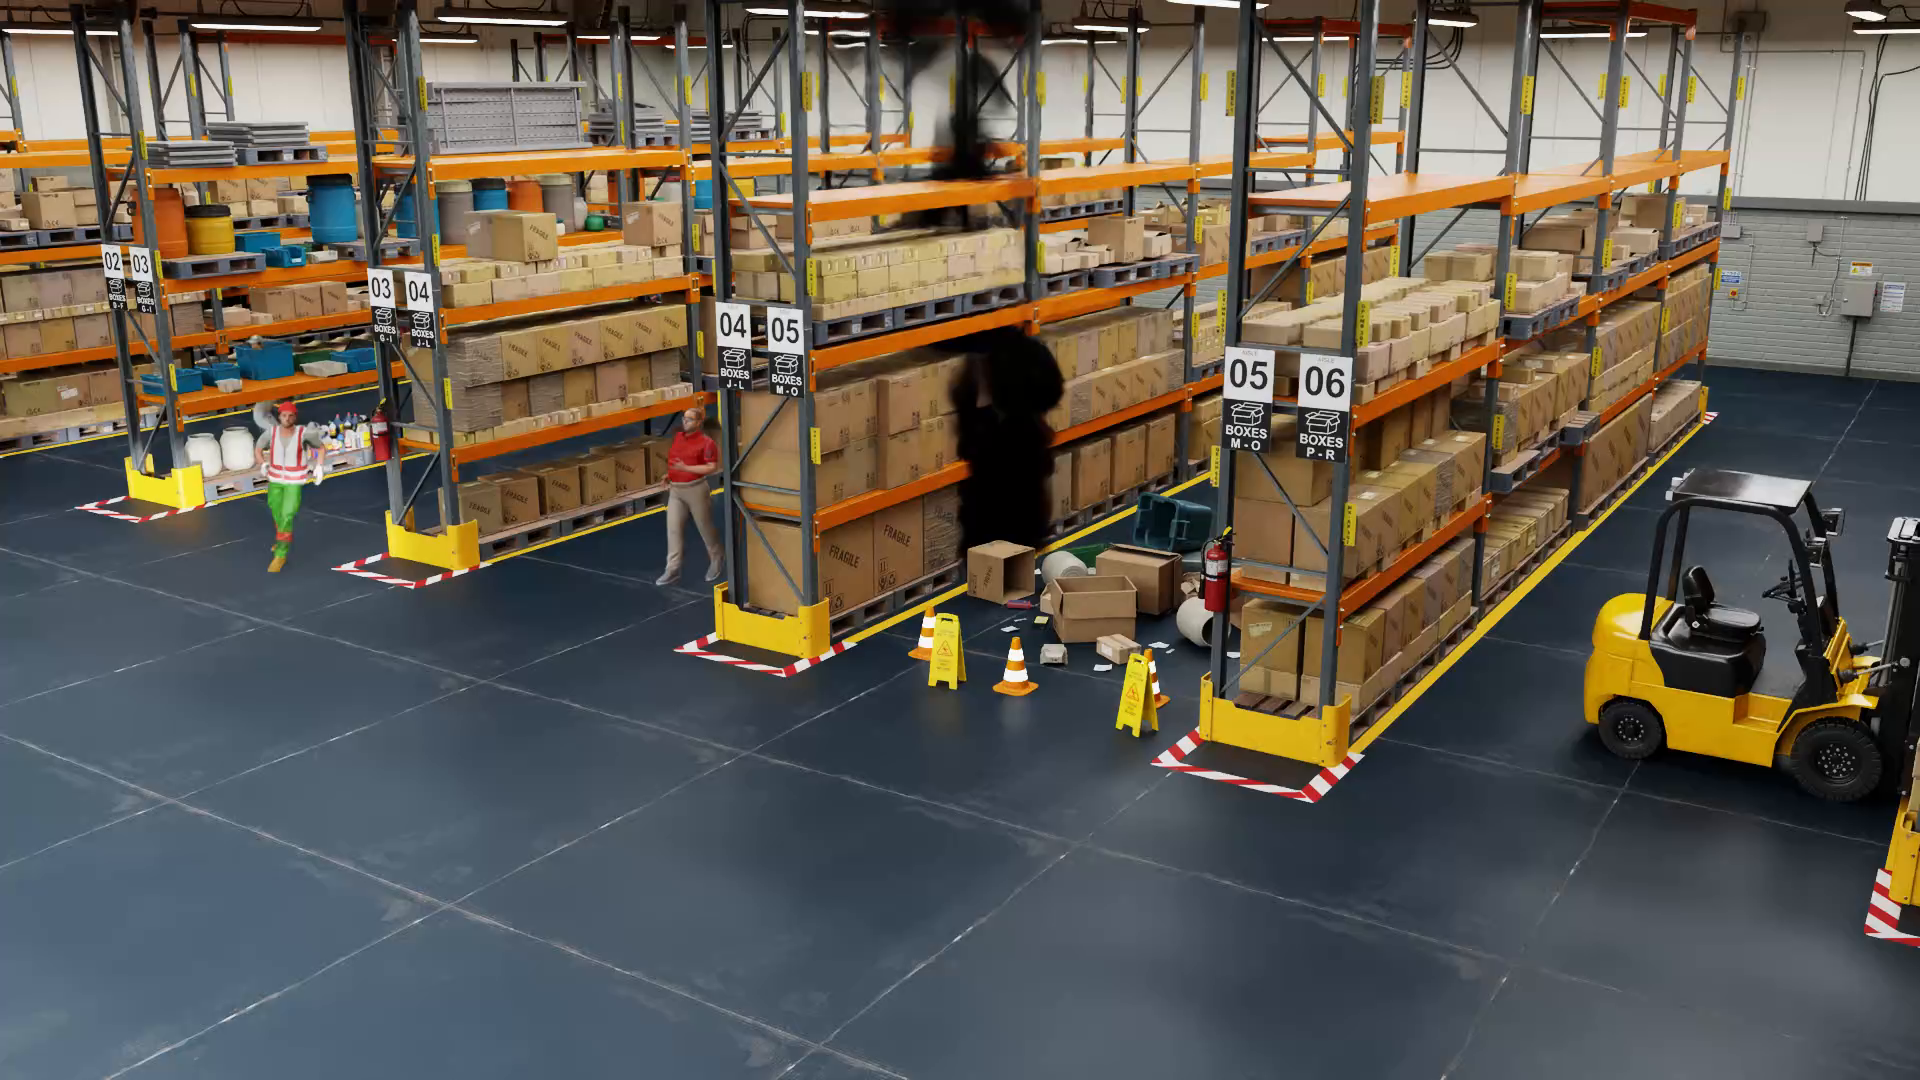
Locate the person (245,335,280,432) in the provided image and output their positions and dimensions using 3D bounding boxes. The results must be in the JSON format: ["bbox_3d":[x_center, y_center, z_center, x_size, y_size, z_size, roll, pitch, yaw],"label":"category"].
[{"bbox_3d":[-9.912,-2.069,23.640,0.597,1.698,0.695,9,18,29],"label":"person"}]

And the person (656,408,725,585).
[{"bbox_3d":[-2.712,-0.413,16.478,0.671,1.773,0.895,9,18,28],"label":"person"}]

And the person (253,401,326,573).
[{"bbox_3d":[-7.321,-0.622,18.119,0.721,1.784,0.930,-1,16,-3],"label":"person"}]
